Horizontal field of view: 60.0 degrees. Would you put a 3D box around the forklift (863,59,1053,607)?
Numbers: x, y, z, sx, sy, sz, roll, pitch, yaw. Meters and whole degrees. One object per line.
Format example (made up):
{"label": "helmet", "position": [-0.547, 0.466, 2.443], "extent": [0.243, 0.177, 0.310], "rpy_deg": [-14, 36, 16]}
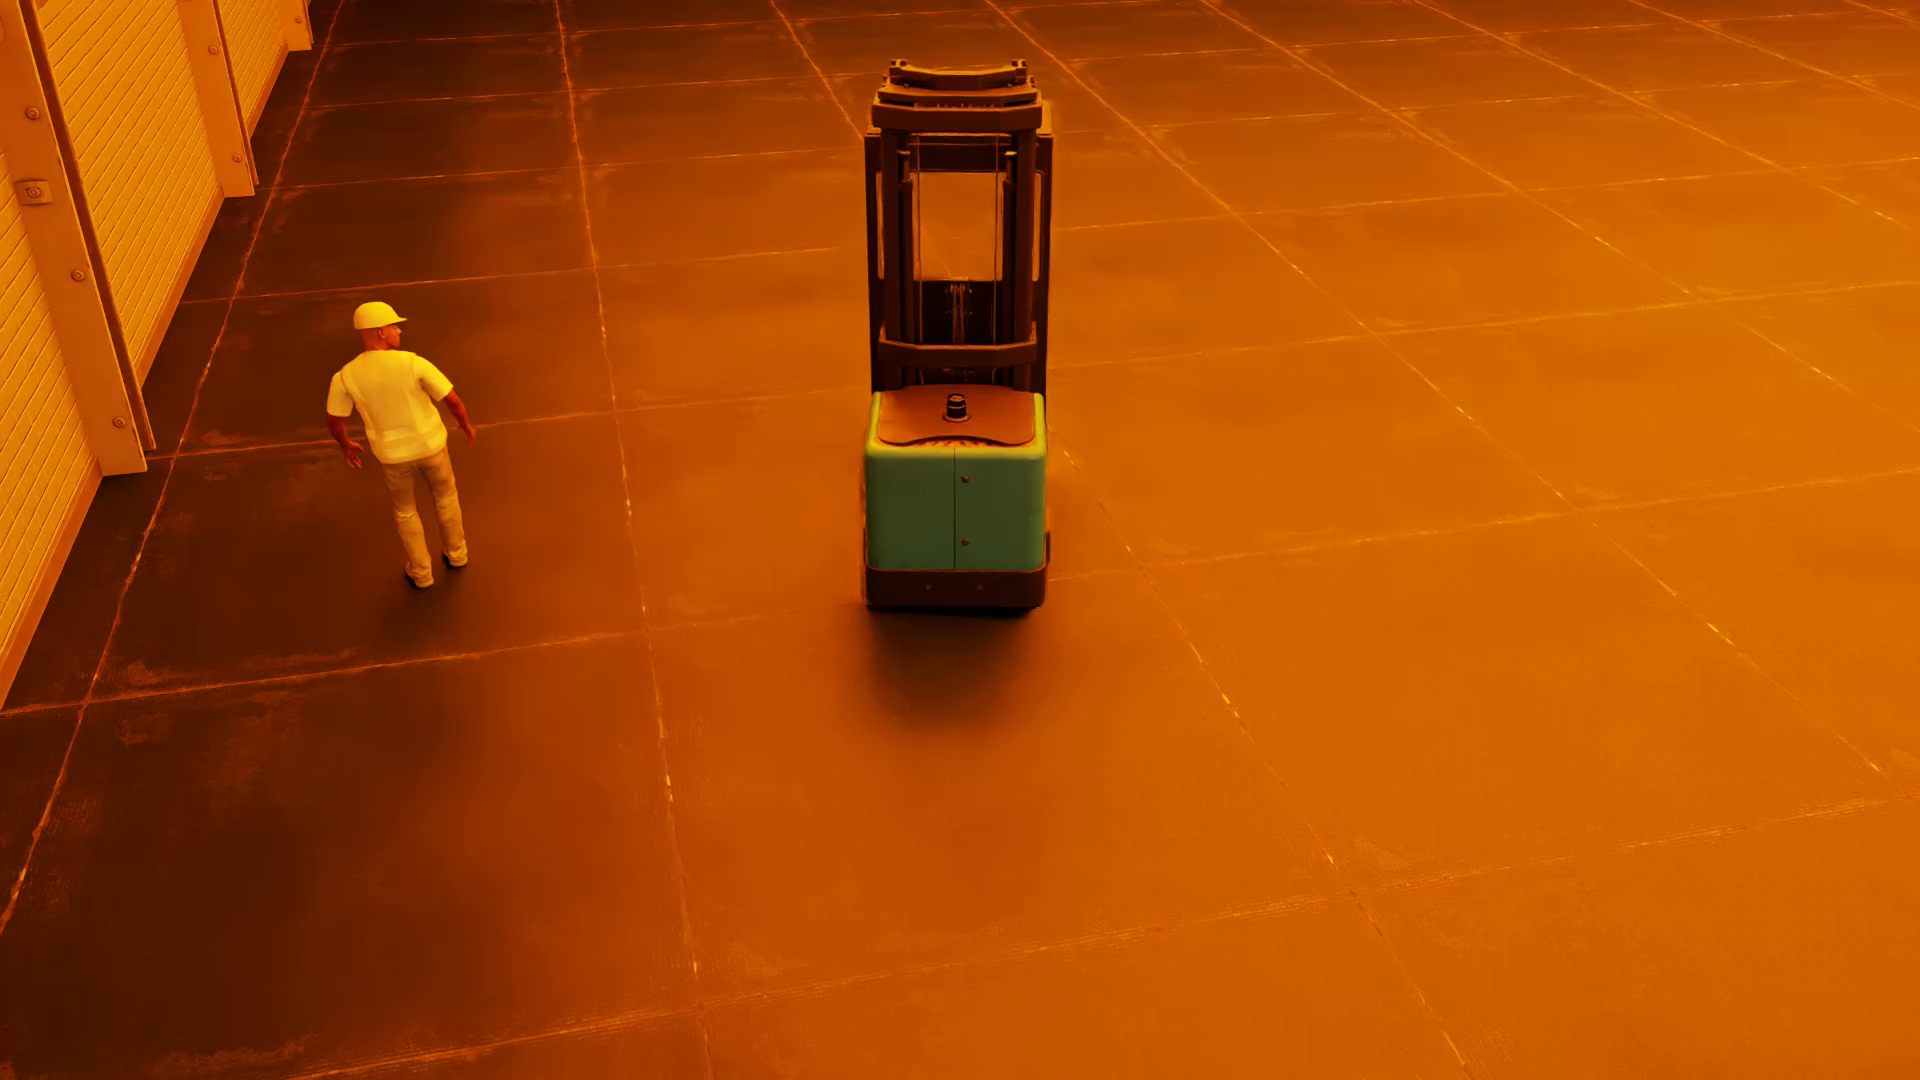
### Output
{"label": "forklift", "position": [-0.004, -1.578, 10.300], "extent": [1.130, 2.935, 3.031], "rpy_deg": [0, 30, 1]}

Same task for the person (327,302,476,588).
{"label": "person", "position": [-3.254, -0.580, 9.762], "extent": [0.795, 1.745, 0.524], "rpy_deg": [-9, 31, -14]}
